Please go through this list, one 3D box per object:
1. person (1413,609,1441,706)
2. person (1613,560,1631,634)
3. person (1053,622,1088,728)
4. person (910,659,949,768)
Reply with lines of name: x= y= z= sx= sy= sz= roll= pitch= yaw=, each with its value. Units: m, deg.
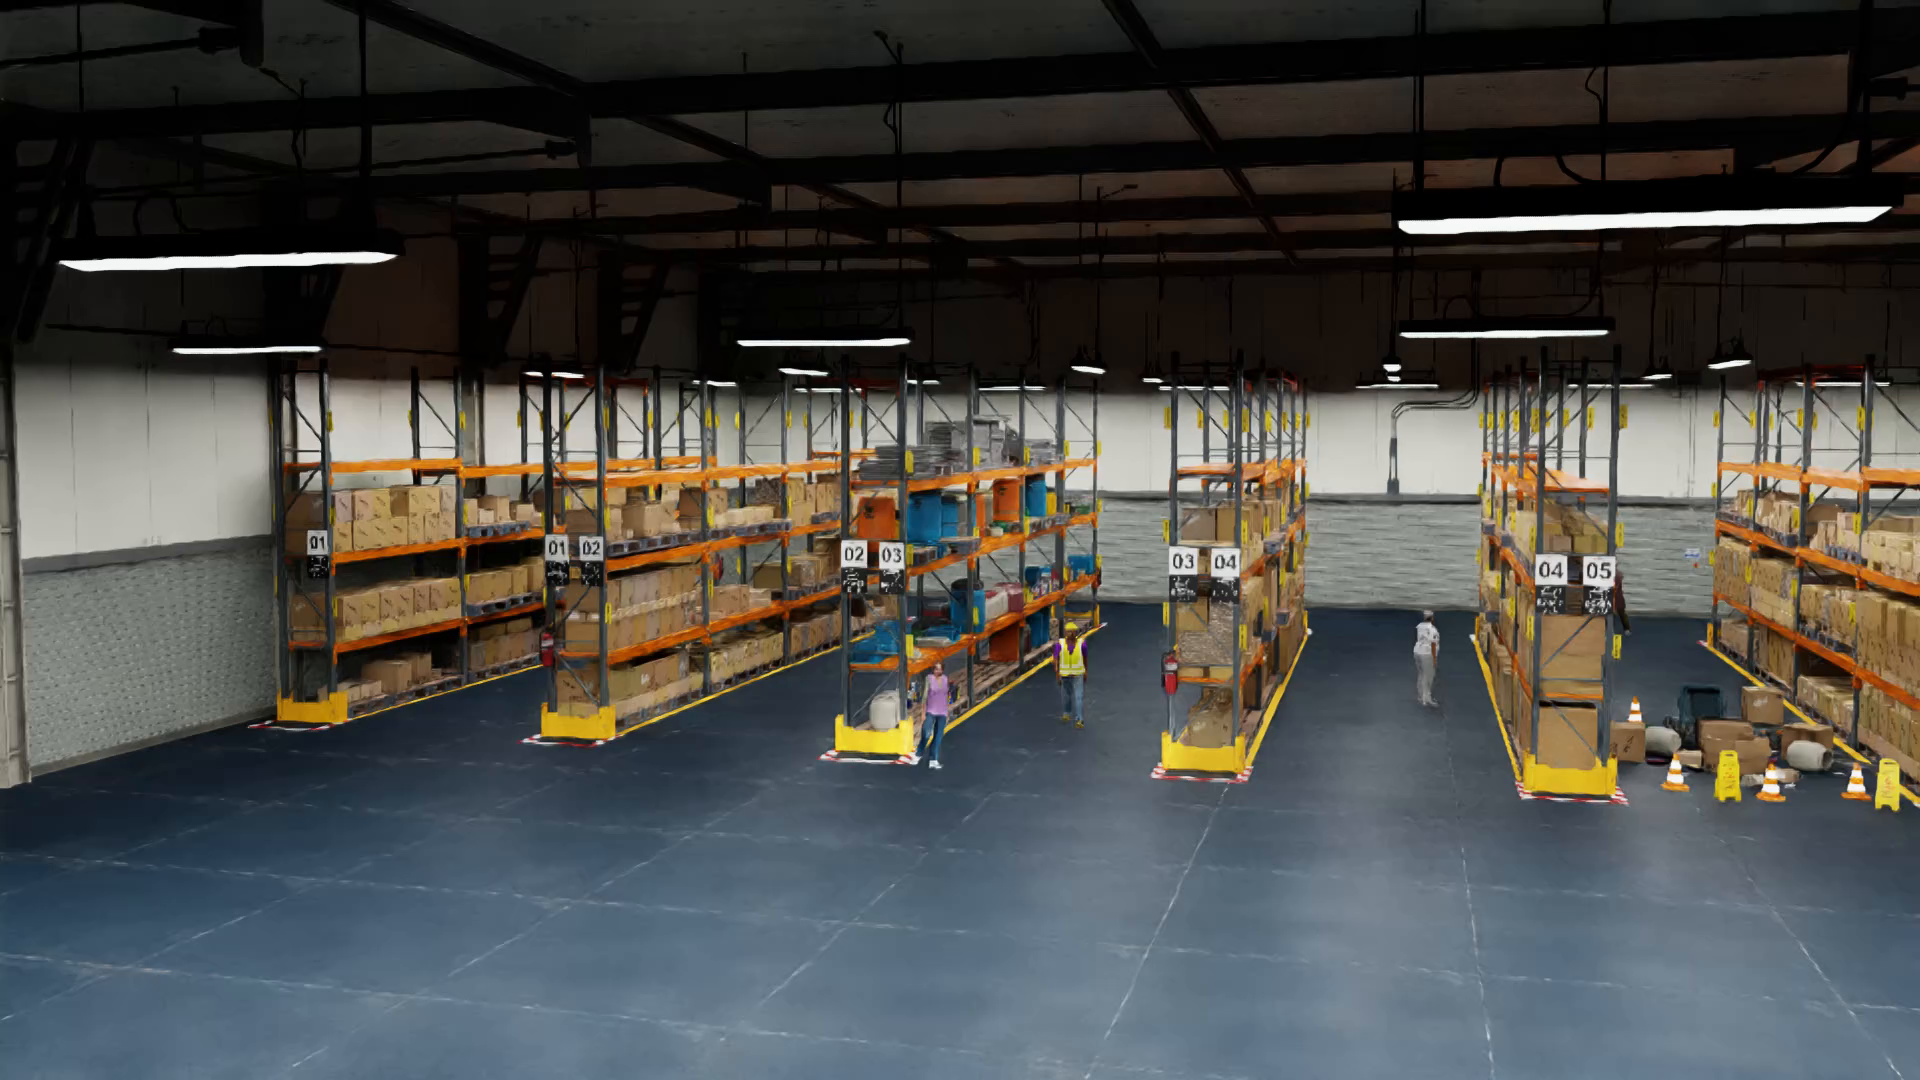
person: x=8.246 y=2.056 z=29.296 sx=0.449 sy=1.671 sz=0.534 roll=-1 pitch=4 yaw=-17
person: x=15.290 y=1.333 z=38.782 sx=0.767 sy=1.771 sz=0.605 roll=-1 pitch=4 yaw=-13
person: x=1.807 y=2.183 z=27.224 sx=0.569 sy=1.709 sz=1.035 roll=0 pitch=4 yaw=6
person: x=-0.425 y=2.487 z=23.854 sx=0.557 sy=1.585 sz=0.452 roll=-2 pitch=5 yaw=-27
